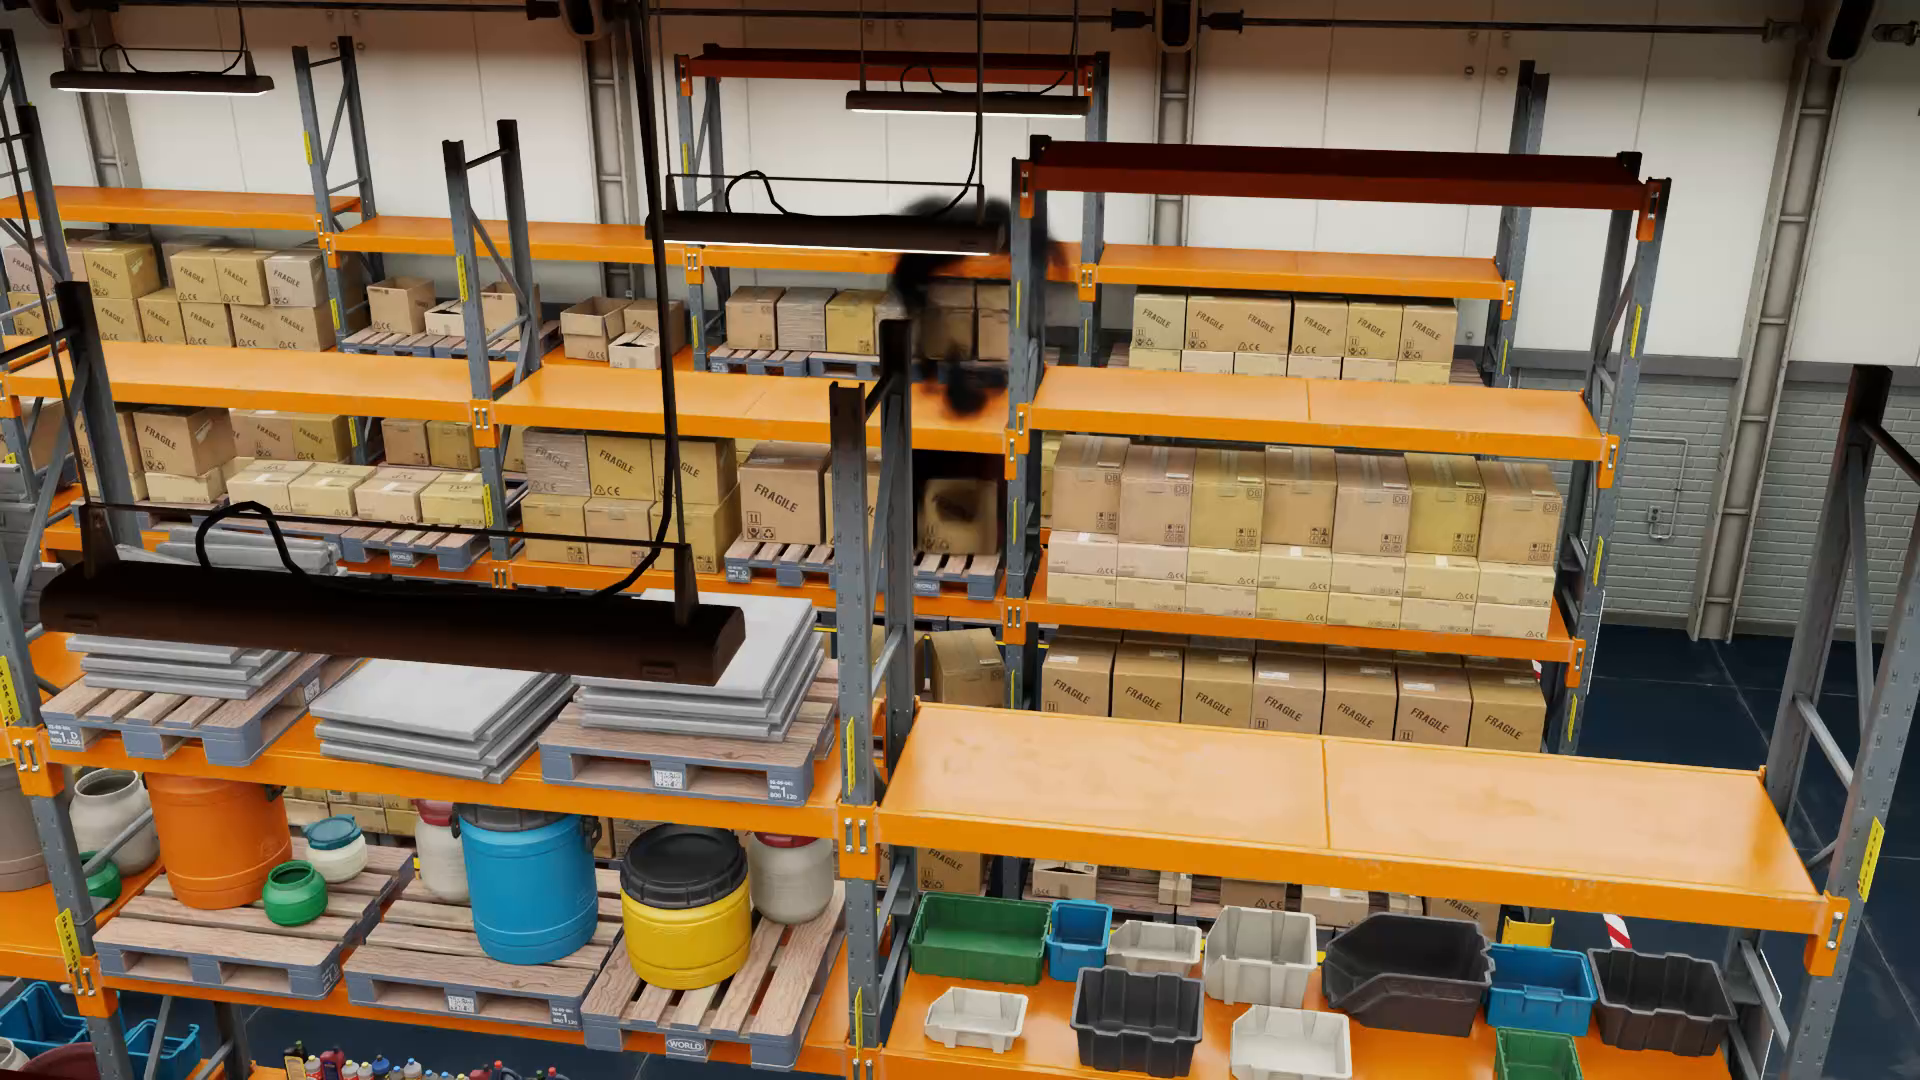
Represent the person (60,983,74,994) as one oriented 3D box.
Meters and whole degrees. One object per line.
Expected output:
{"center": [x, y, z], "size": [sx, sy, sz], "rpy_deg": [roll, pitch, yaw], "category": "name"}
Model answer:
{"center": [-6.539, 2.676, 12.071], "size": [0.705, 1.602, 0.573], "rpy_deg": [1, 23, 2], "category": "person"}
